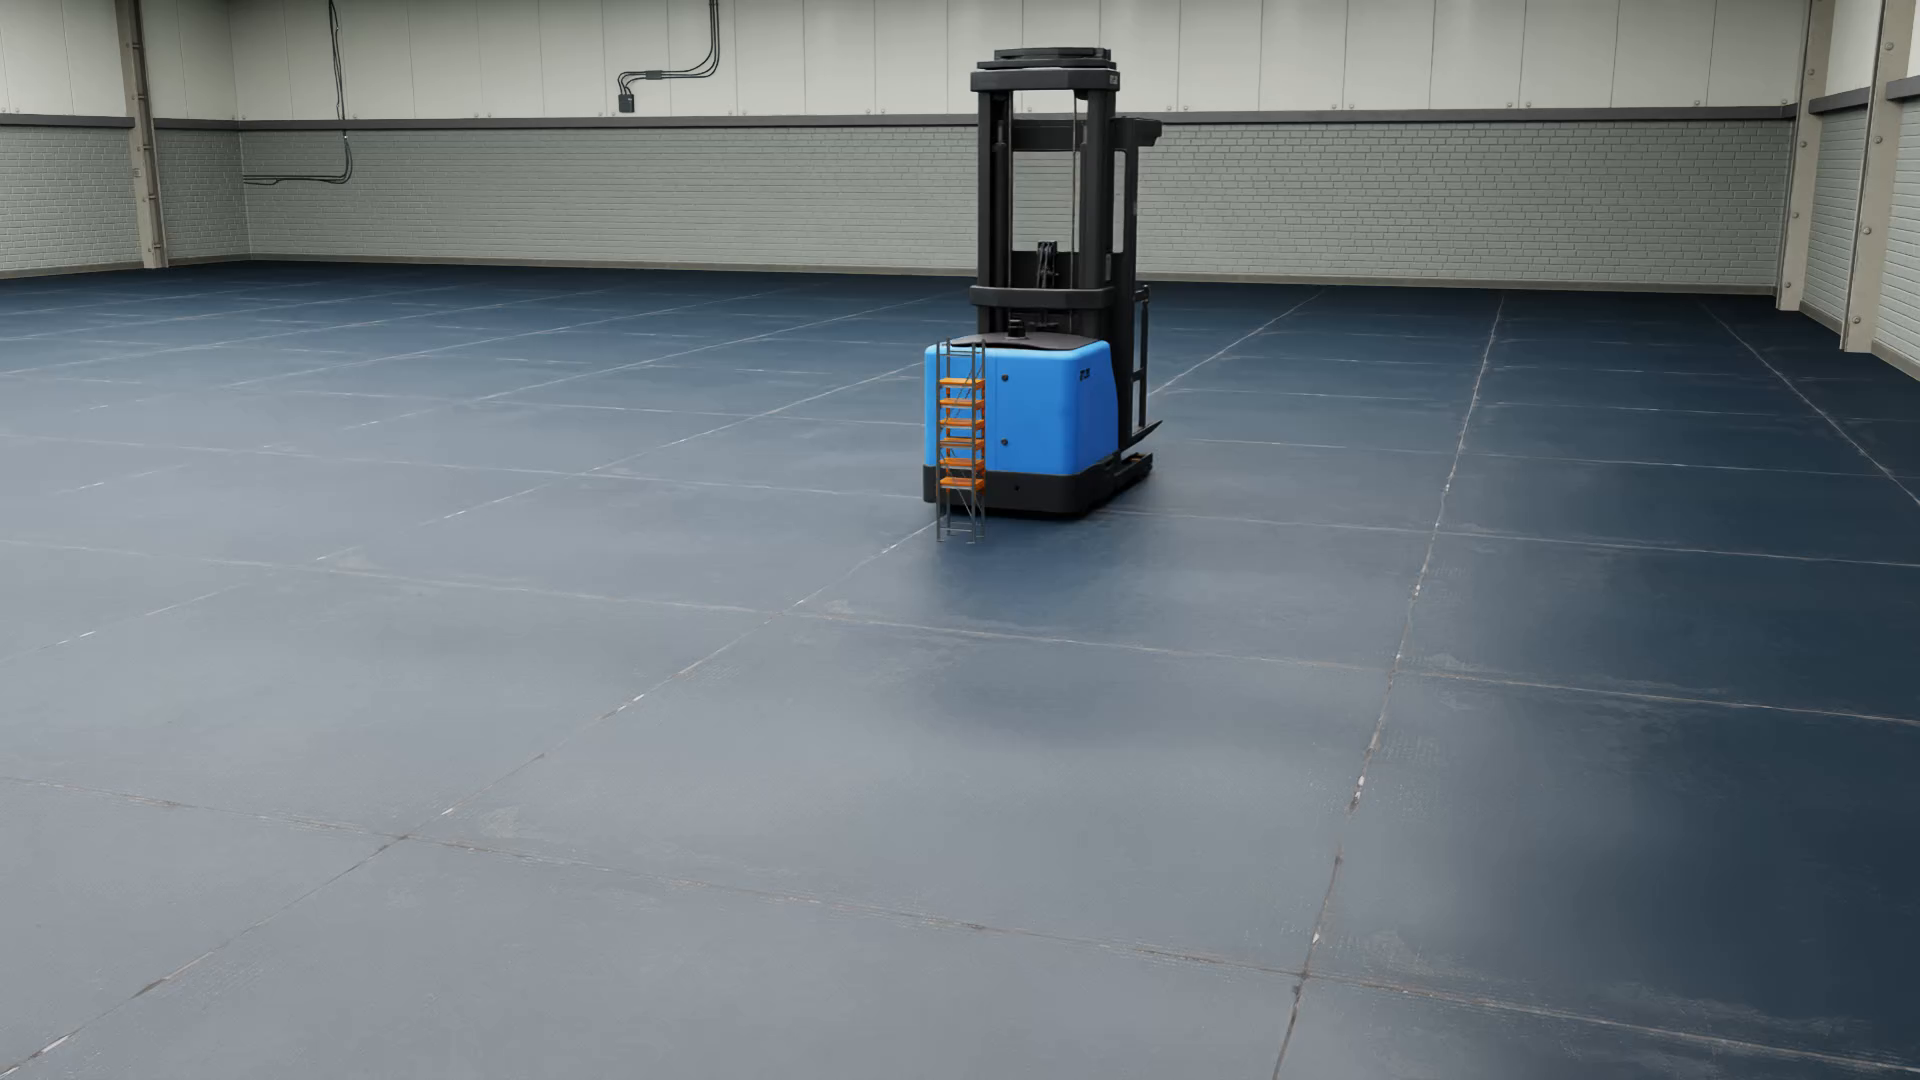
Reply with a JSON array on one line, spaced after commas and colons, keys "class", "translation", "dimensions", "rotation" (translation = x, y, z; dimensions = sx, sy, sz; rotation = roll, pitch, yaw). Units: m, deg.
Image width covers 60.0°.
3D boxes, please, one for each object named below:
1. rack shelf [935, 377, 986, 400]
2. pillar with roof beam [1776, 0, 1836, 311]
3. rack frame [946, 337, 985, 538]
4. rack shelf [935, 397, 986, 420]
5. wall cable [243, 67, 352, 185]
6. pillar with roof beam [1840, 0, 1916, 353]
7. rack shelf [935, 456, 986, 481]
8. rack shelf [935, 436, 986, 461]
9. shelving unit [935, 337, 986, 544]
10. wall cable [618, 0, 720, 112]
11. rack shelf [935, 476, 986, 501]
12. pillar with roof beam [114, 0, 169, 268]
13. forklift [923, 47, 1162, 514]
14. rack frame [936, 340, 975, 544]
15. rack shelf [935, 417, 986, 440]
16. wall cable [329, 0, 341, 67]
[{"class": "rack shelf", "translation": [0.005, -0.896, 9.798], "dimensions": [0.258, 0.103, 0.180], "rotation": [4, 14, 18]}, {"class": "pillar with roof beam", "translation": [8.614, -8.230, 25.821], "dimensions": [9.100, 9.000, 0.400], "rotation": [4, 14, 18]}, {"class": "rack frame", "translation": [0.034, -0.607, 9.952], "dimensions": [0.240, 1.200, 0.006], "rotation": [4, 14, 18]}, {"class": "rack shelf", "translation": [0.005, -0.779, 9.824], "dimensions": [0.258, 0.103, 0.180], "rotation": [4, 14, 18]}, {"class": "wall cable", "translation": [-14.913, -9.199, 37.046], "dimensions": [3.097, 2.526, 0.112], "rotation": [4, 14, 18]}, {"class": "pillar with roof beam", "translation": [6.673, -6.966, 20.286], "dimensions": [9.100, 9.000, 0.400], "rotation": [4, 14, 18]}, {"class": "rack shelf", "translation": [0.005, -0.428, 9.904], "dimensions": [0.258, 0.103, 0.180], "rotation": [4, 14, 18]}, {"class": "rack shelf", "translation": [0.005, -0.545, 9.878], "dimensions": [0.258, 0.103, 0.180], "rotation": [4, 14, 18]}, {"class": "shelving unit", "translation": [0.005, -0.588, 9.868], "dimensions": [0.258, 1.200, 0.189], "rotation": [4, 14, 18]}, {"class": "wall cable", "translation": [-5.936, -11.684, 33.313], "dimensions": [2.305, 6.003, 0.169], "rotation": [4, 14, 18]}, {"class": "rack shelf", "translation": [0.005, -0.311, 9.931], "dimensions": [0.258, 0.103, 0.180], "rotation": [4, 14, 18]}, {"class": "pillar with roof beam", "translation": [-13.044, -9.878, 33.042], "dimensions": [9.100, 9.000, 0.400], "rotation": [4, 14, 18]}, {"class": "forklift", "translation": [0.753, -1.876, 11.622], "dimensions": [1.130, 2.935, 3.031], "rotation": [5, 14, 20]}, {"class": "rack frame", "translation": [-0.025, -0.569, 9.783], "dimensions": [0.240, 1.200, 0.006], "rotation": [4, 14, 18]}, {"class": "rack shelf", "translation": [0.005, -0.662, 9.851], "dimensions": [0.258, 0.103, 0.180], "rotation": [4, 14, 18]}, {"class": "wall cable", "translation": [-12.353, -11.466, 35.631], "dimensions": [3.097, 2.526, 0.112], "rotation": [4, 14, 18]}]
